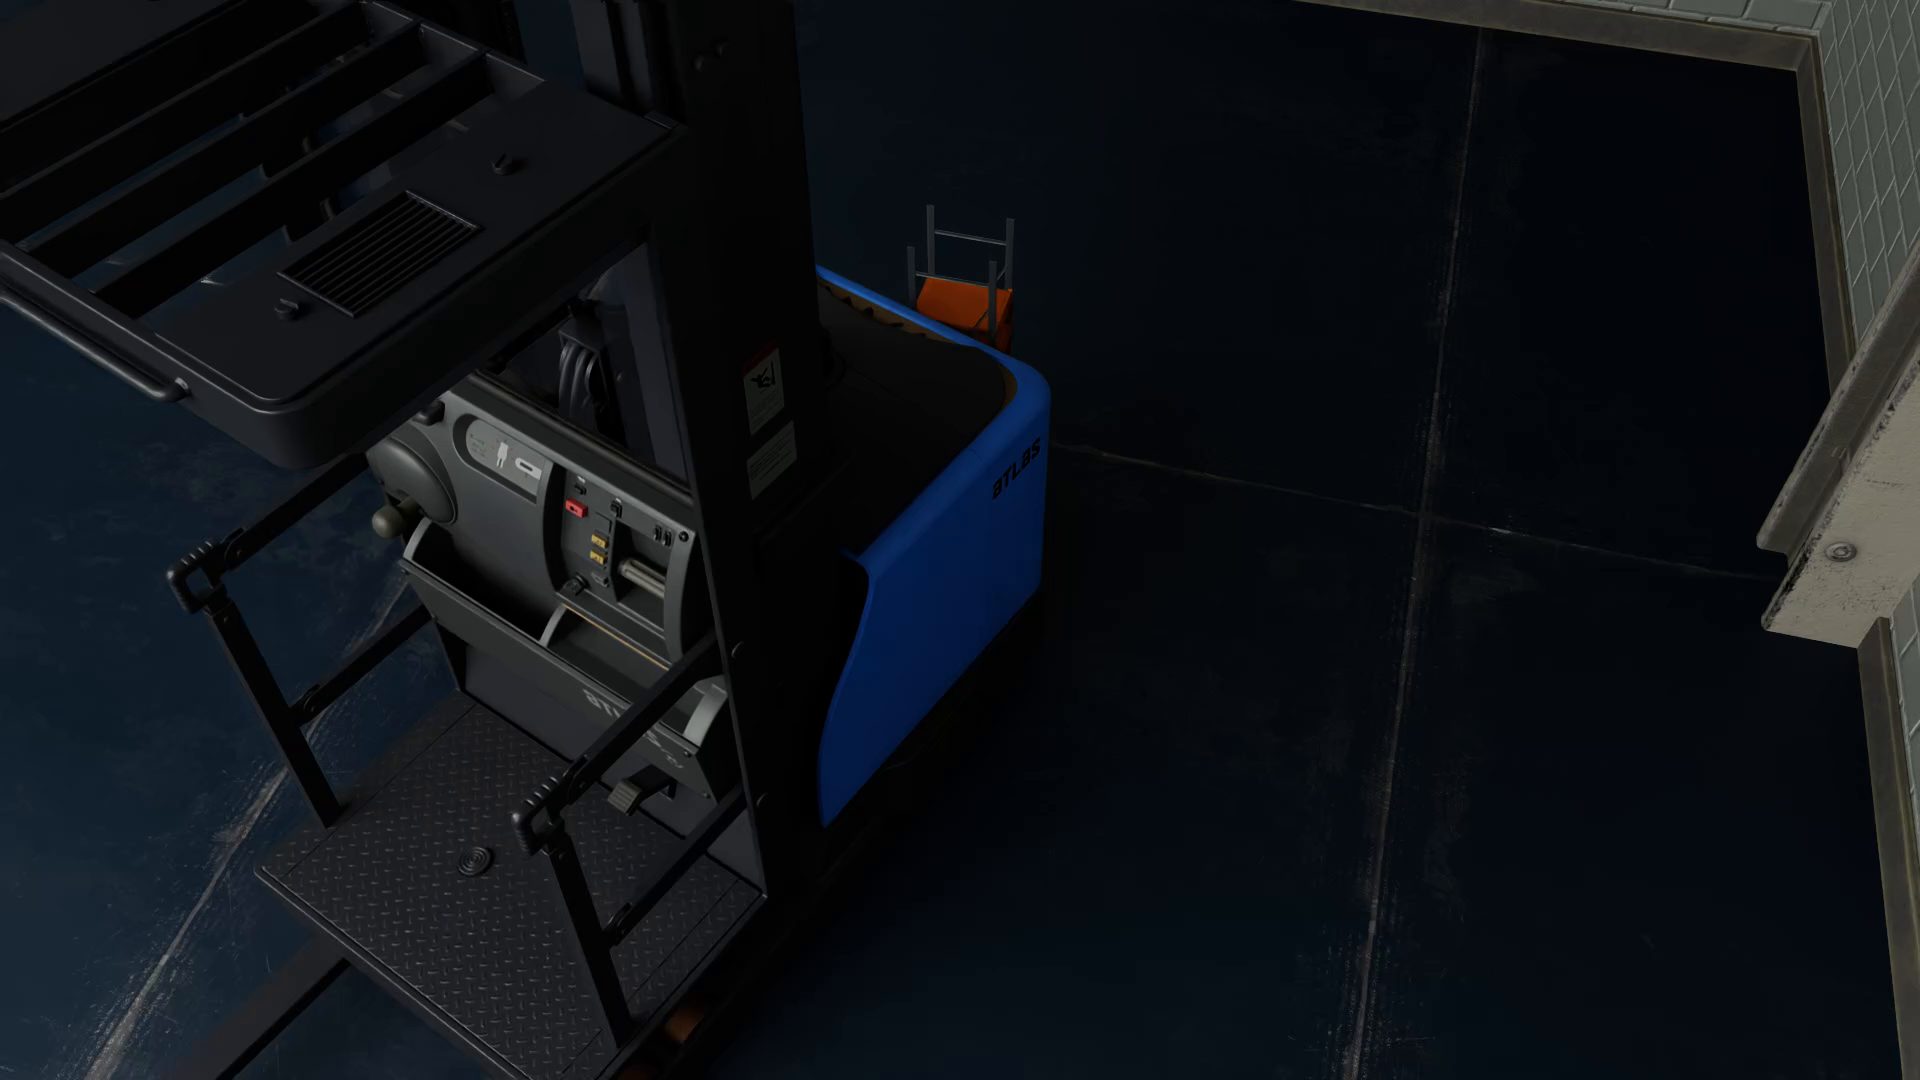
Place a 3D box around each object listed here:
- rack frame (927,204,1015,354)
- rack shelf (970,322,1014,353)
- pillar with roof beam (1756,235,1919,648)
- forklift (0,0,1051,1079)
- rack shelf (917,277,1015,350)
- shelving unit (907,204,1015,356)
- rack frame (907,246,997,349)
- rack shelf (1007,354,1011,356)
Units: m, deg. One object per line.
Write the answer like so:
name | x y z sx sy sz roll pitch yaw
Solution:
rack frame | 0.028 -0.474 4.868 0.240 1.200 0.006 12 50 10
rack shelf | 0.004 -0.537 4.663 0.258 0.103 0.180 12 50 10
pillar with roof beam | -1.534 -3.671 2.488 9.100 9.000 0.400 12 50 10
forklift | -1.019 0.017 3.280 1.130 2.935 3.031 28 54 23
rack shelf | 0.004 -0.616 4.573 0.258 0.103 0.180 12 50 10
shelving unit | 0.004 -0.408 4.809 0.258 1.200 0.189 12 50 10
rack frame | -0.020 -0.341 4.751 0.240 1.200 0.006 12 50 10
rack shelf | 0.004 -0.458 4.753 0.258 0.103 0.180 12 50 10
